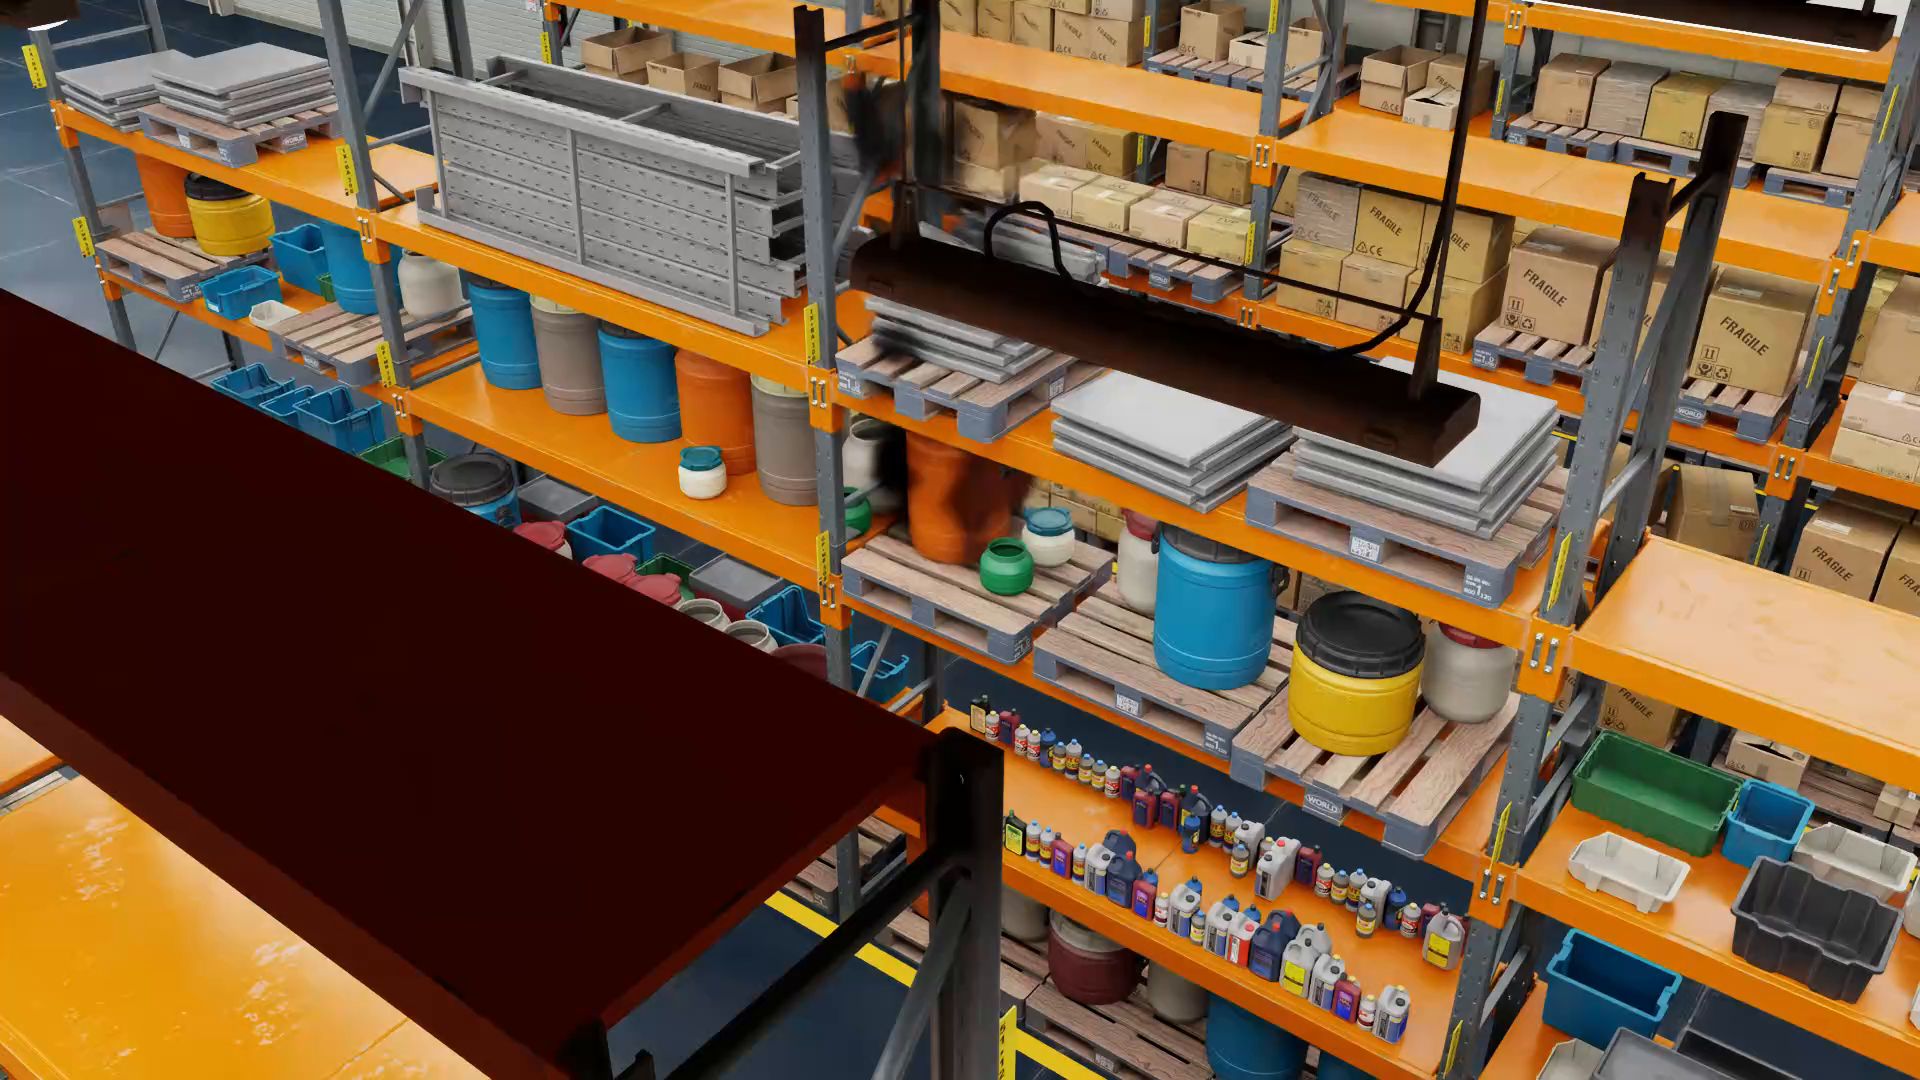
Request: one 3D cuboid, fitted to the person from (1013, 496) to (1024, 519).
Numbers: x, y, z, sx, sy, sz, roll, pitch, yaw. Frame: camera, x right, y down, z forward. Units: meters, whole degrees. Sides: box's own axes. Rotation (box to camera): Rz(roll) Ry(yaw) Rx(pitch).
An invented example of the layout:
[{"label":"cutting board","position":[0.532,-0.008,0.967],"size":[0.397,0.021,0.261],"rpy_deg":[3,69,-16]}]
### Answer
[{"label":"person","position":[0.114,-0.241,12.552],"size":[0.464,0.917,0.675],"rpy_deg":[24,39,34]}]
